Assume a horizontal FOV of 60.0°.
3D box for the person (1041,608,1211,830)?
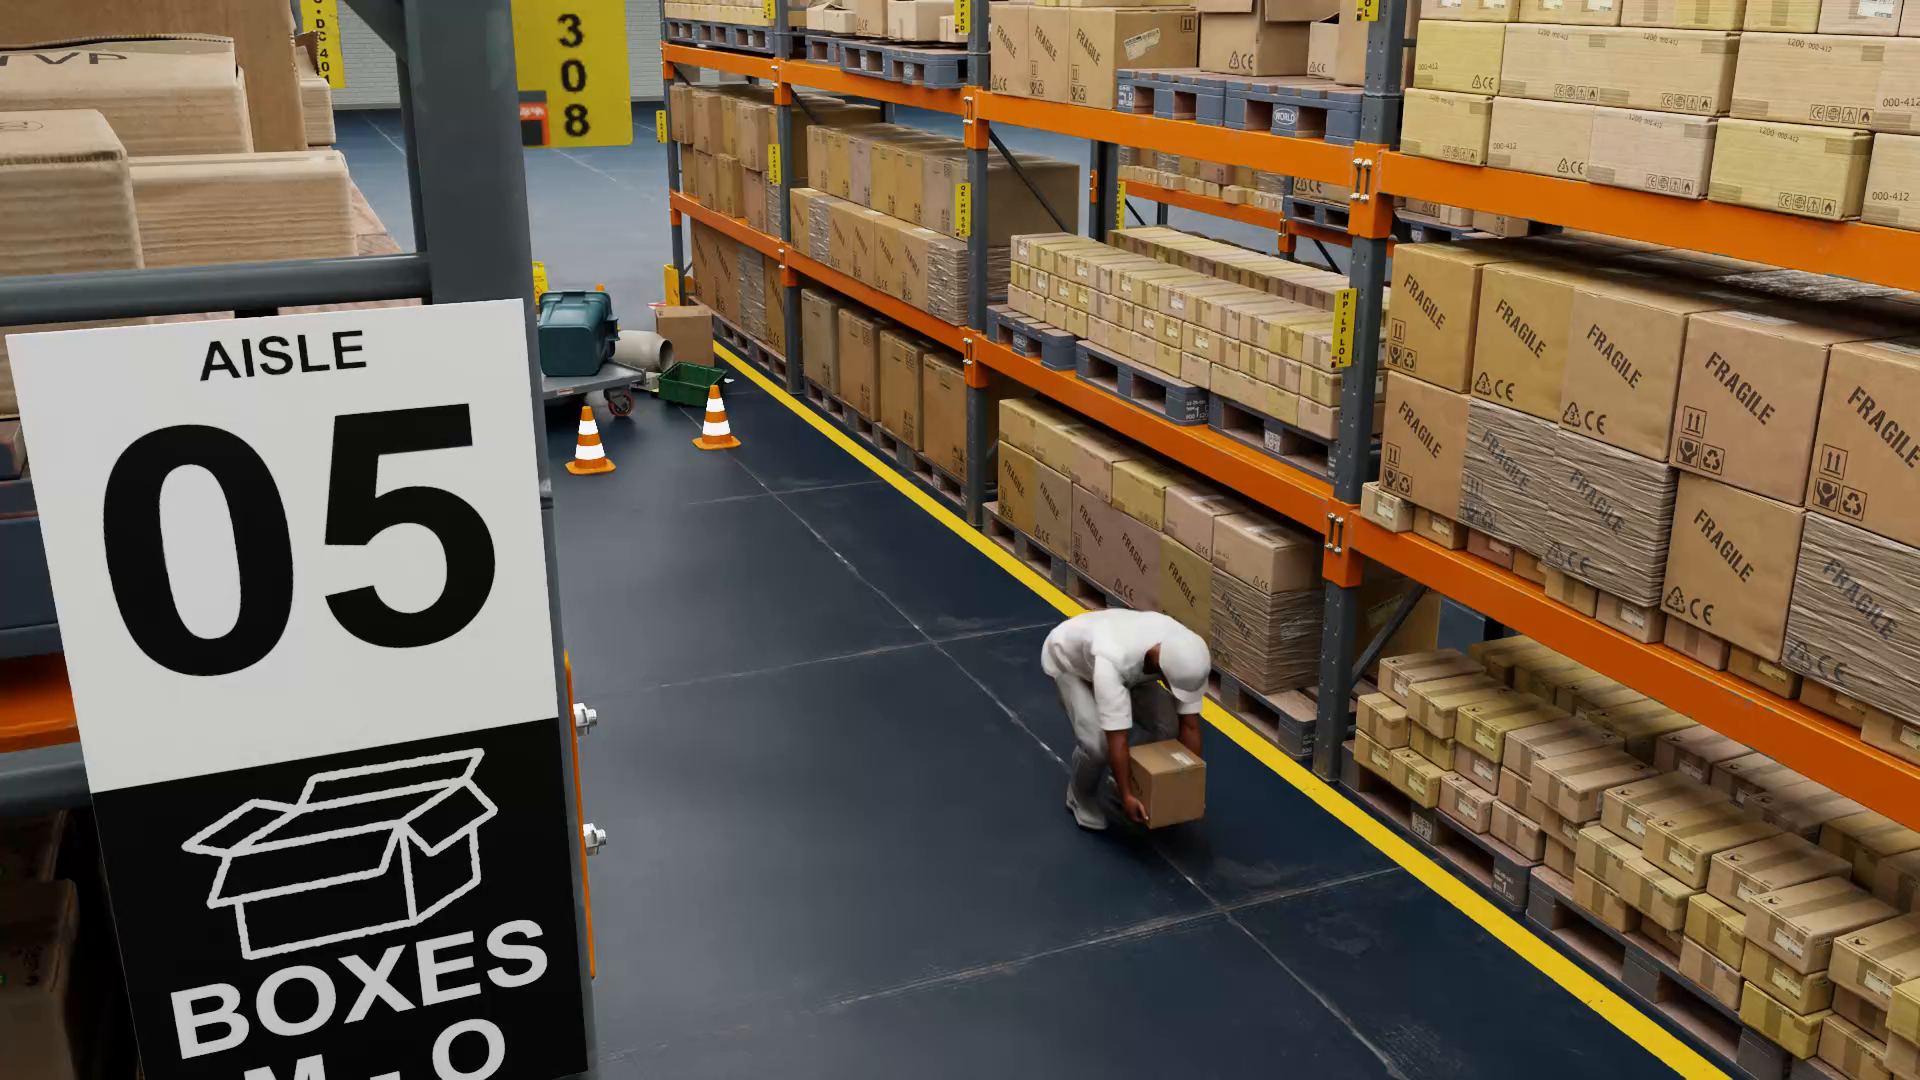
[{"bbox_3d":[0.726,0.742,7.011,0.527,1.016,0.948,-9,21,-24],"label":"person"}]
